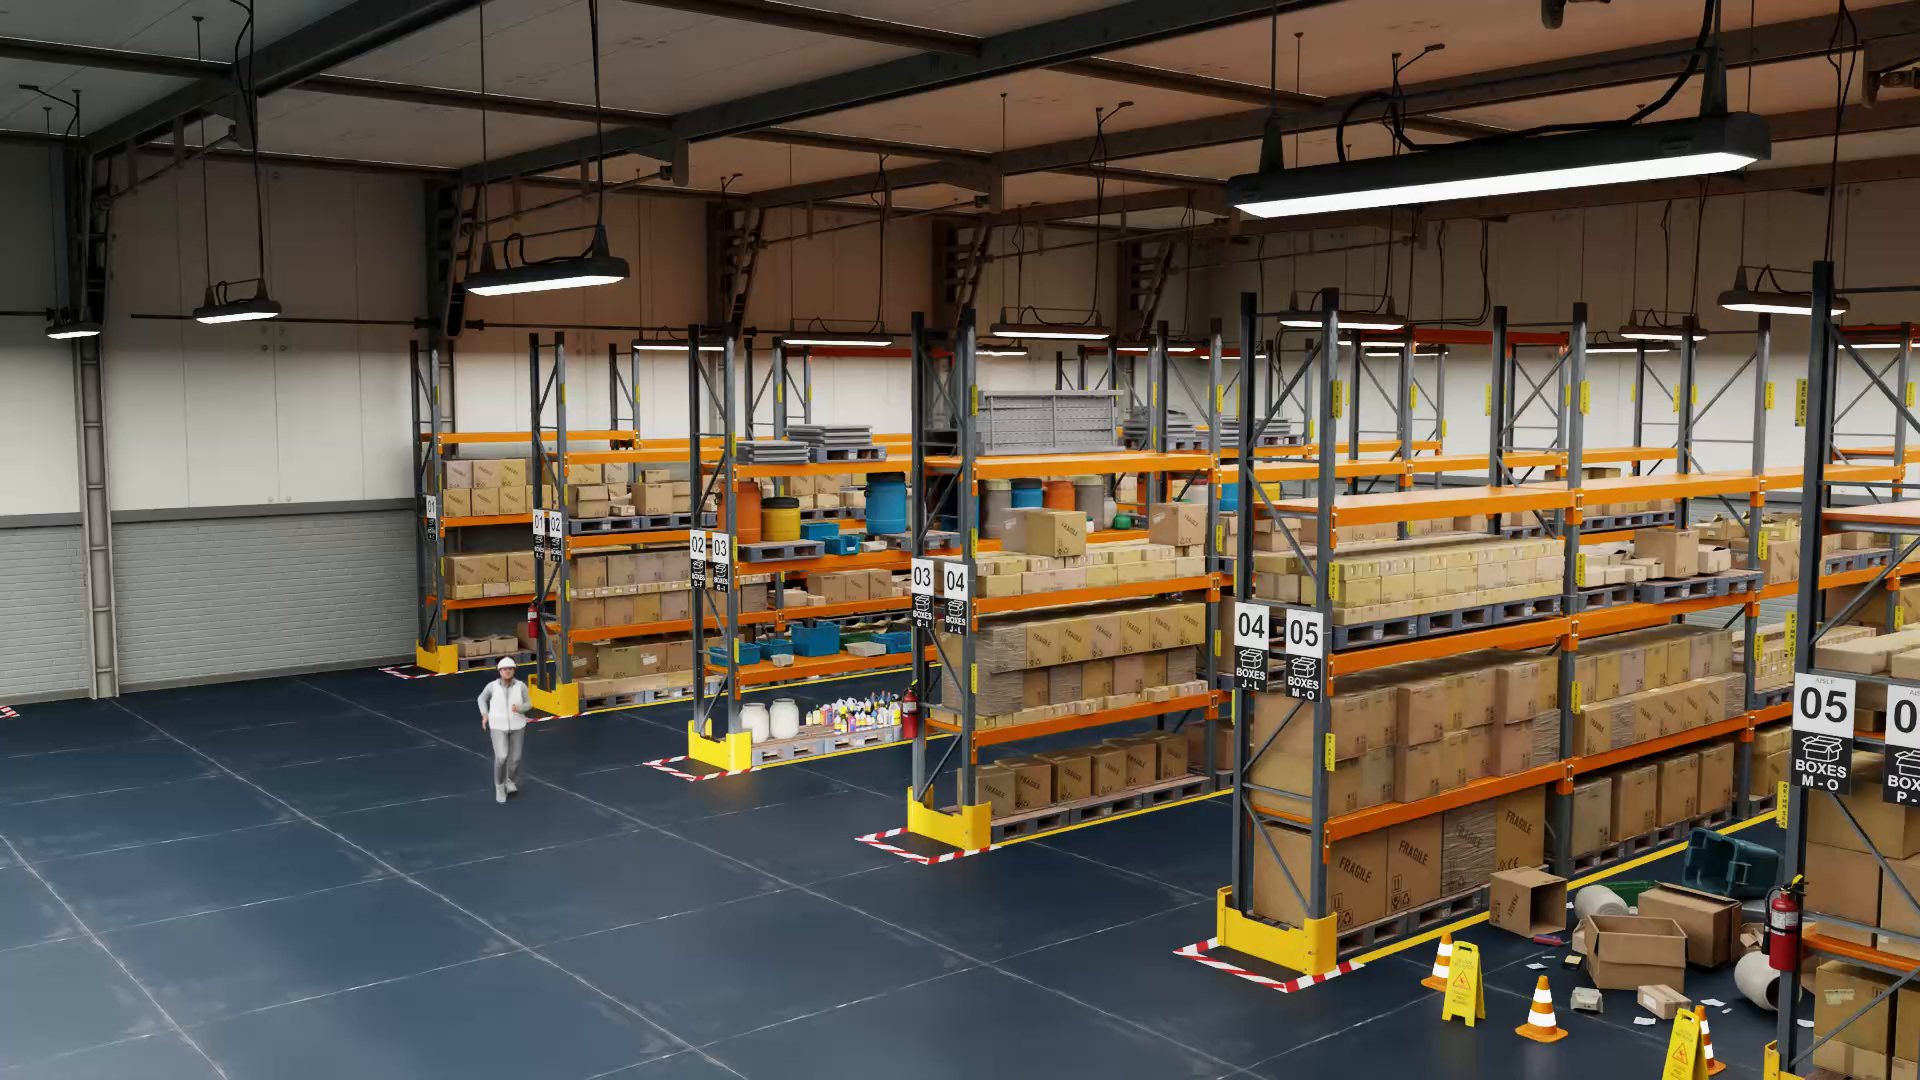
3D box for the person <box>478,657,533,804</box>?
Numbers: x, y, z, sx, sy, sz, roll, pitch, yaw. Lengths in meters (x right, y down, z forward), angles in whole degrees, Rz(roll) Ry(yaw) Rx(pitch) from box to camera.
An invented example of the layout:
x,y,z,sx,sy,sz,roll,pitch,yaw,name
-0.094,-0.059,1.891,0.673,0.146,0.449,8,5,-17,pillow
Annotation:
x,y,z,sx,sy,sz,roll,pitch,yaw,name
-5.652,2.370,20.759,0.625,1.814,0.733,-2,6,-24,person
